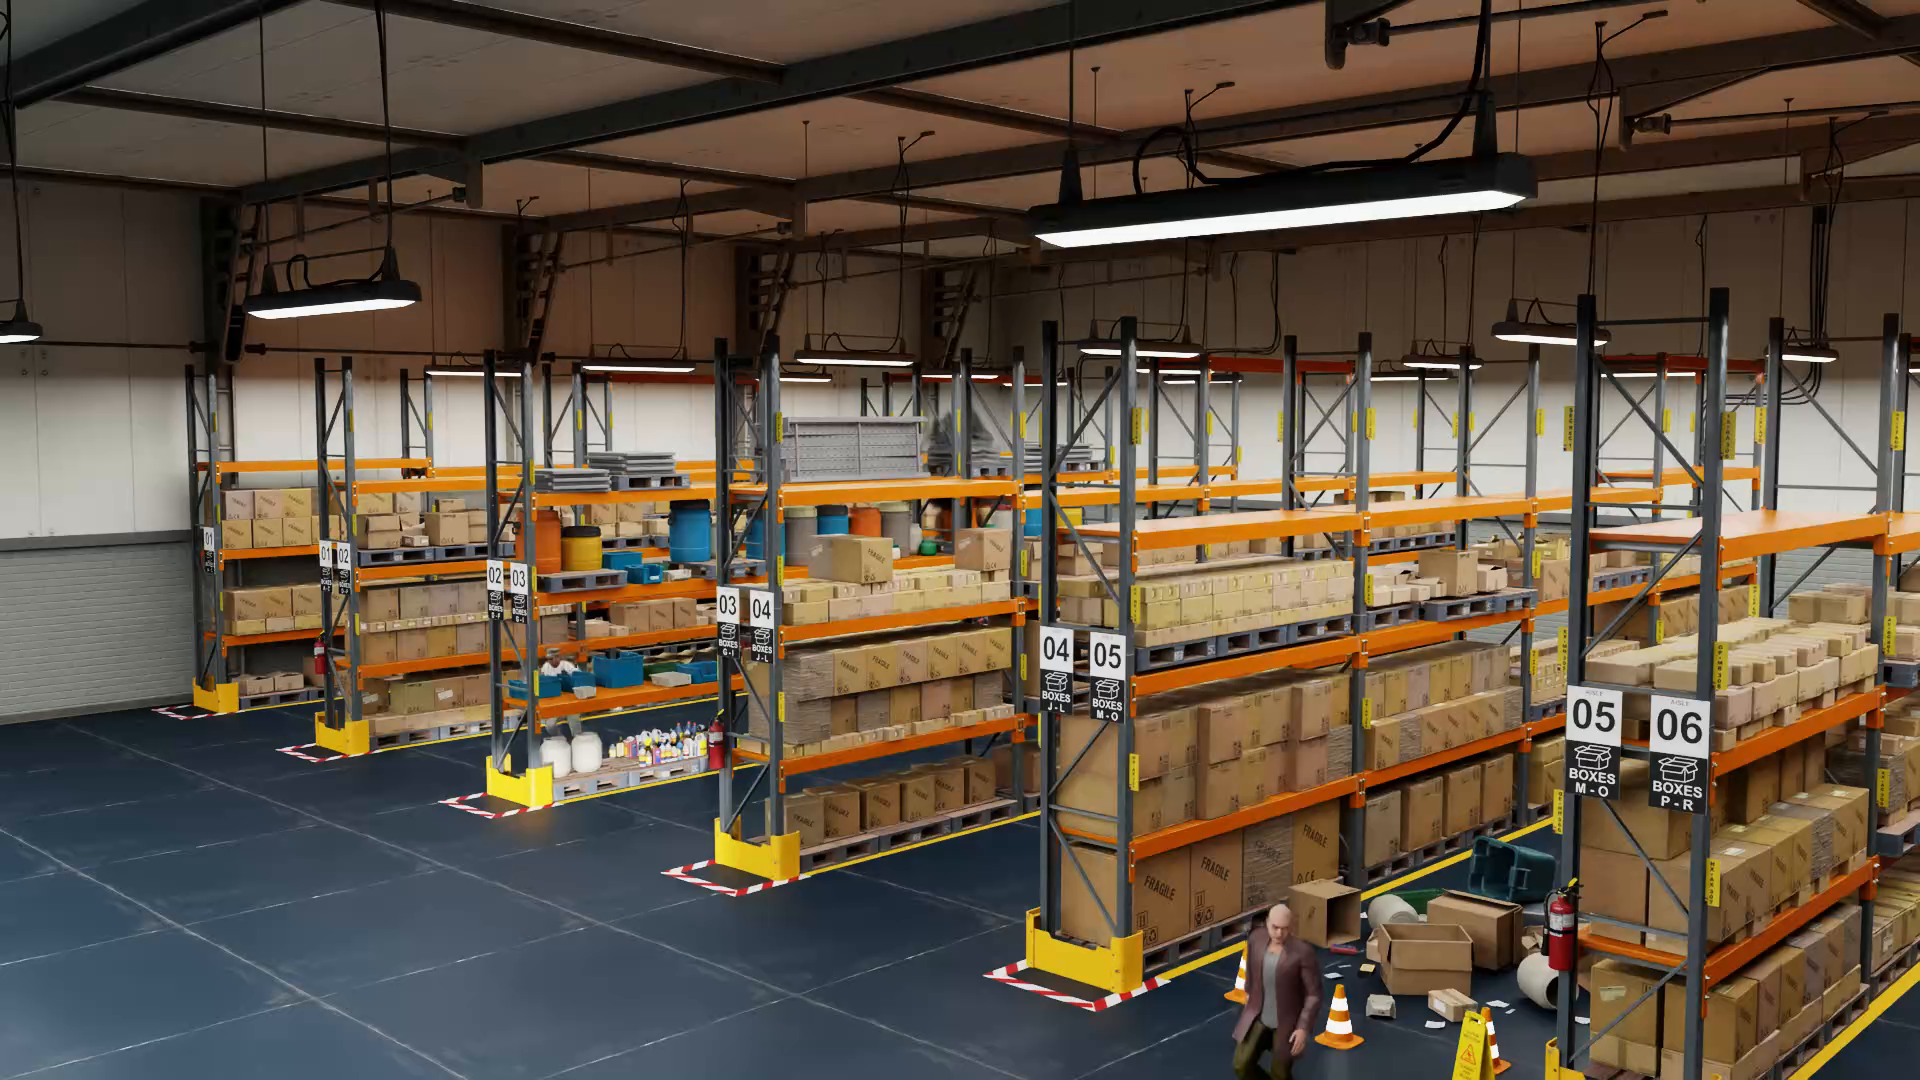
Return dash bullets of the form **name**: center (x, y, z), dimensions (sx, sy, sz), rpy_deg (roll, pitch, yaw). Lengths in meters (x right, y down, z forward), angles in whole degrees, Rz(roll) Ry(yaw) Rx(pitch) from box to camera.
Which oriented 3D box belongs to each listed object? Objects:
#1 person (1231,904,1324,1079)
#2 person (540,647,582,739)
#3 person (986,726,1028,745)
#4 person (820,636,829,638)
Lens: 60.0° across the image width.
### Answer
- **person**: center (2.256, 3.400, 11.779), dimensions (0.693, 1.740, 0.701), rpy_deg (3, 5, 31)
- **person**: center (-5.963, 2.424, 24.982), dimensions (0.670, 1.684, 0.615), rpy_deg (0, 4, -4)
- **person**: center (0.725, 2.366, 26.133), dimensions (1.114, 1.610, 0.679), rpy_deg (-4, 6, -45)
- **person**: center (-2.537, 1.996, 30.363), dimensions (0.681, 1.710, 0.793), rpy_deg (2, 5, 20)
